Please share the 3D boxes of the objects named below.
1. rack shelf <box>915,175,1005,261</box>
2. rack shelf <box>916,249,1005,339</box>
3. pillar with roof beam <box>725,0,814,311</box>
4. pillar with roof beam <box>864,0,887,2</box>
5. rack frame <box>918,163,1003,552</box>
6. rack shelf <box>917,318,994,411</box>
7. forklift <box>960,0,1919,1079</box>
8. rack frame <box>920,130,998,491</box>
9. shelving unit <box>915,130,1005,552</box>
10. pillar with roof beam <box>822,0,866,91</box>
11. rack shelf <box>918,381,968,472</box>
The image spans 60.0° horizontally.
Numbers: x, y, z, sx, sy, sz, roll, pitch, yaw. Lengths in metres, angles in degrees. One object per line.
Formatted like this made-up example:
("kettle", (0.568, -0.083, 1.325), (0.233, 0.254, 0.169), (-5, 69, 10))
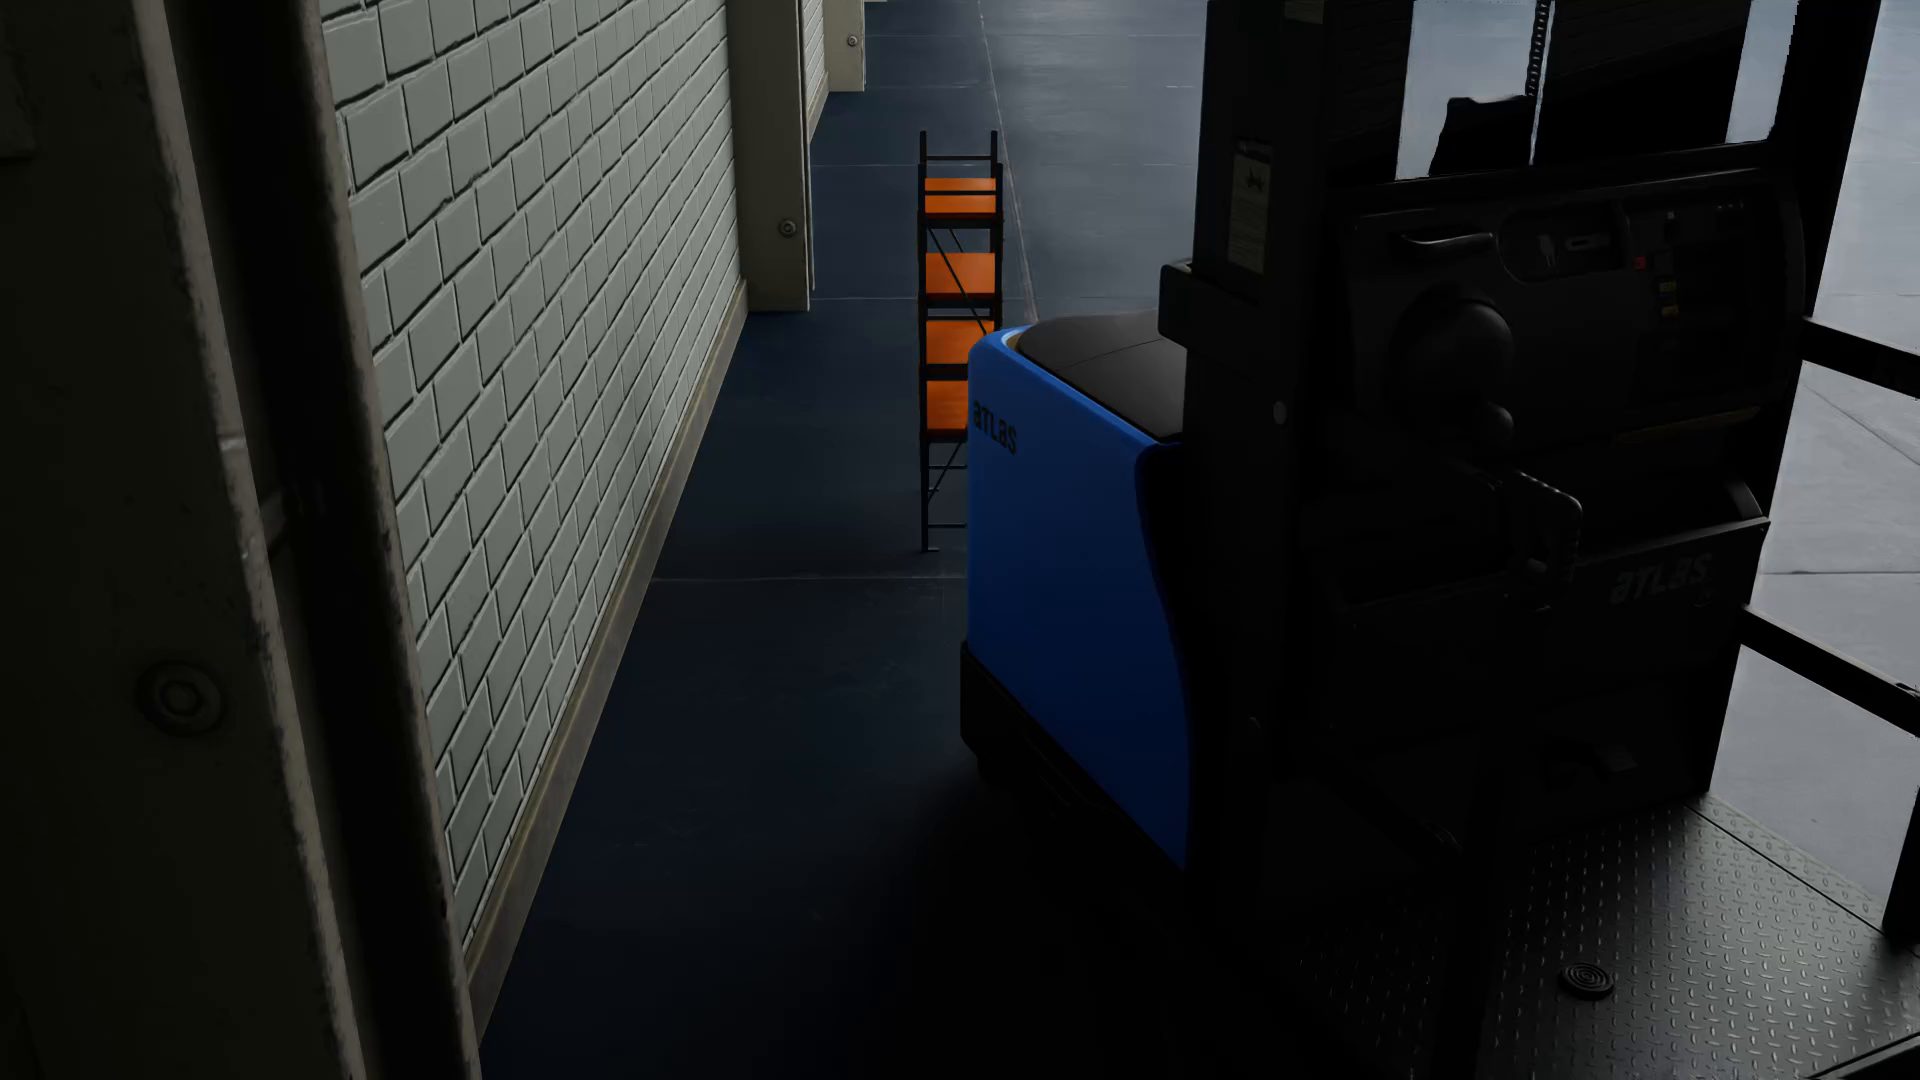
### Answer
("rack shelf", (-0.002, -0.973, 4.992), (0.258, 0.148, 0.480), (0, 24, -1))
("rack shelf", (-0.002, -0.757, 5.089), (0.258, 0.148, 0.480), (0, 24, -1))
("pillar with roof beam", (3.460, -5.240, 5.916), (9.100, 9.000, 0.400), (0, 24, -1))
("pillar with roof beam", (3.329, -10.185, 16.849), (9.100, 9.000, 0.400), (0, 24, -1))
("rack frame", (0.001, -0.514, 4.931), (0.240, 1.200, 0.015), (0, 24, -1))
("rack shelf", (-0.002, -0.554, 5.181), (0.258, 0.148, 0.480), (0, 24, -1))
("forklift", (1.073, -0.346, 2.458), (1.130, 2.935, 3.031), (-11, 26, -22))
("rack frame", (-0.004, -0.715, 5.376), (0.240, 1.200, 0.015), (0, 24, -1))
("shelving unit", (-0.002, -0.615, 5.154), (0.258, 1.200, 0.503), (0, 24, -1))
("pillar with roof beam", (3.395, -7.713, 11.383), (9.100, 9.000, 0.400), (0, 24, -1))
("rack shelf", (-0.002, -0.373, 5.263), (0.258, 0.148, 0.480), (0, 24, -1))
